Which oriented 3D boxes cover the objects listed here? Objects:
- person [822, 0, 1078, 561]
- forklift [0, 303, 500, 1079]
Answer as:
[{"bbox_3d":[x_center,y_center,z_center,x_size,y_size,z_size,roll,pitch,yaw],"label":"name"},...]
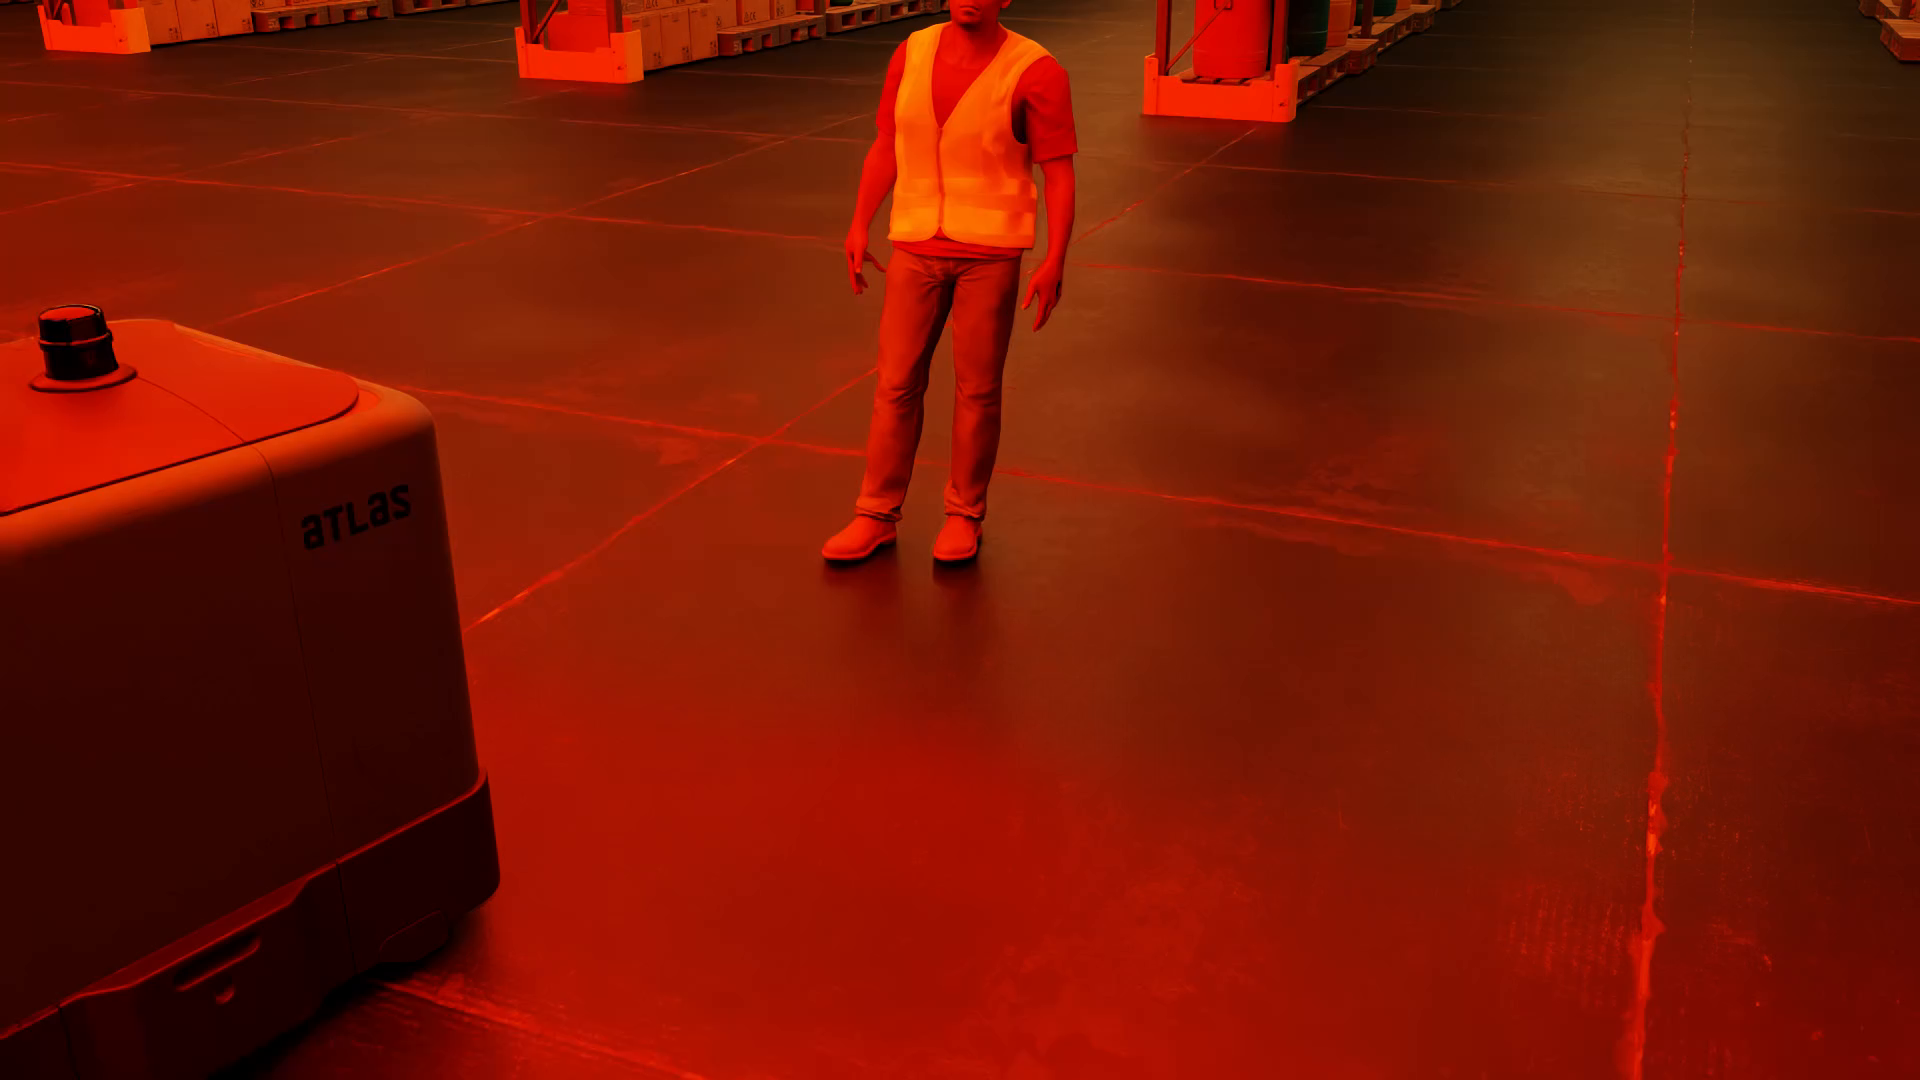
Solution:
[{"bbox_3d":[-0.032,-0.798,4.693,0.665,1.765,0.577,9,24,21],"label":"person"},{"bbox_3d":[-2.197,-0.268,1.934,1.130,2.935,3.031,16,28,34],"label":"forklift"}]
